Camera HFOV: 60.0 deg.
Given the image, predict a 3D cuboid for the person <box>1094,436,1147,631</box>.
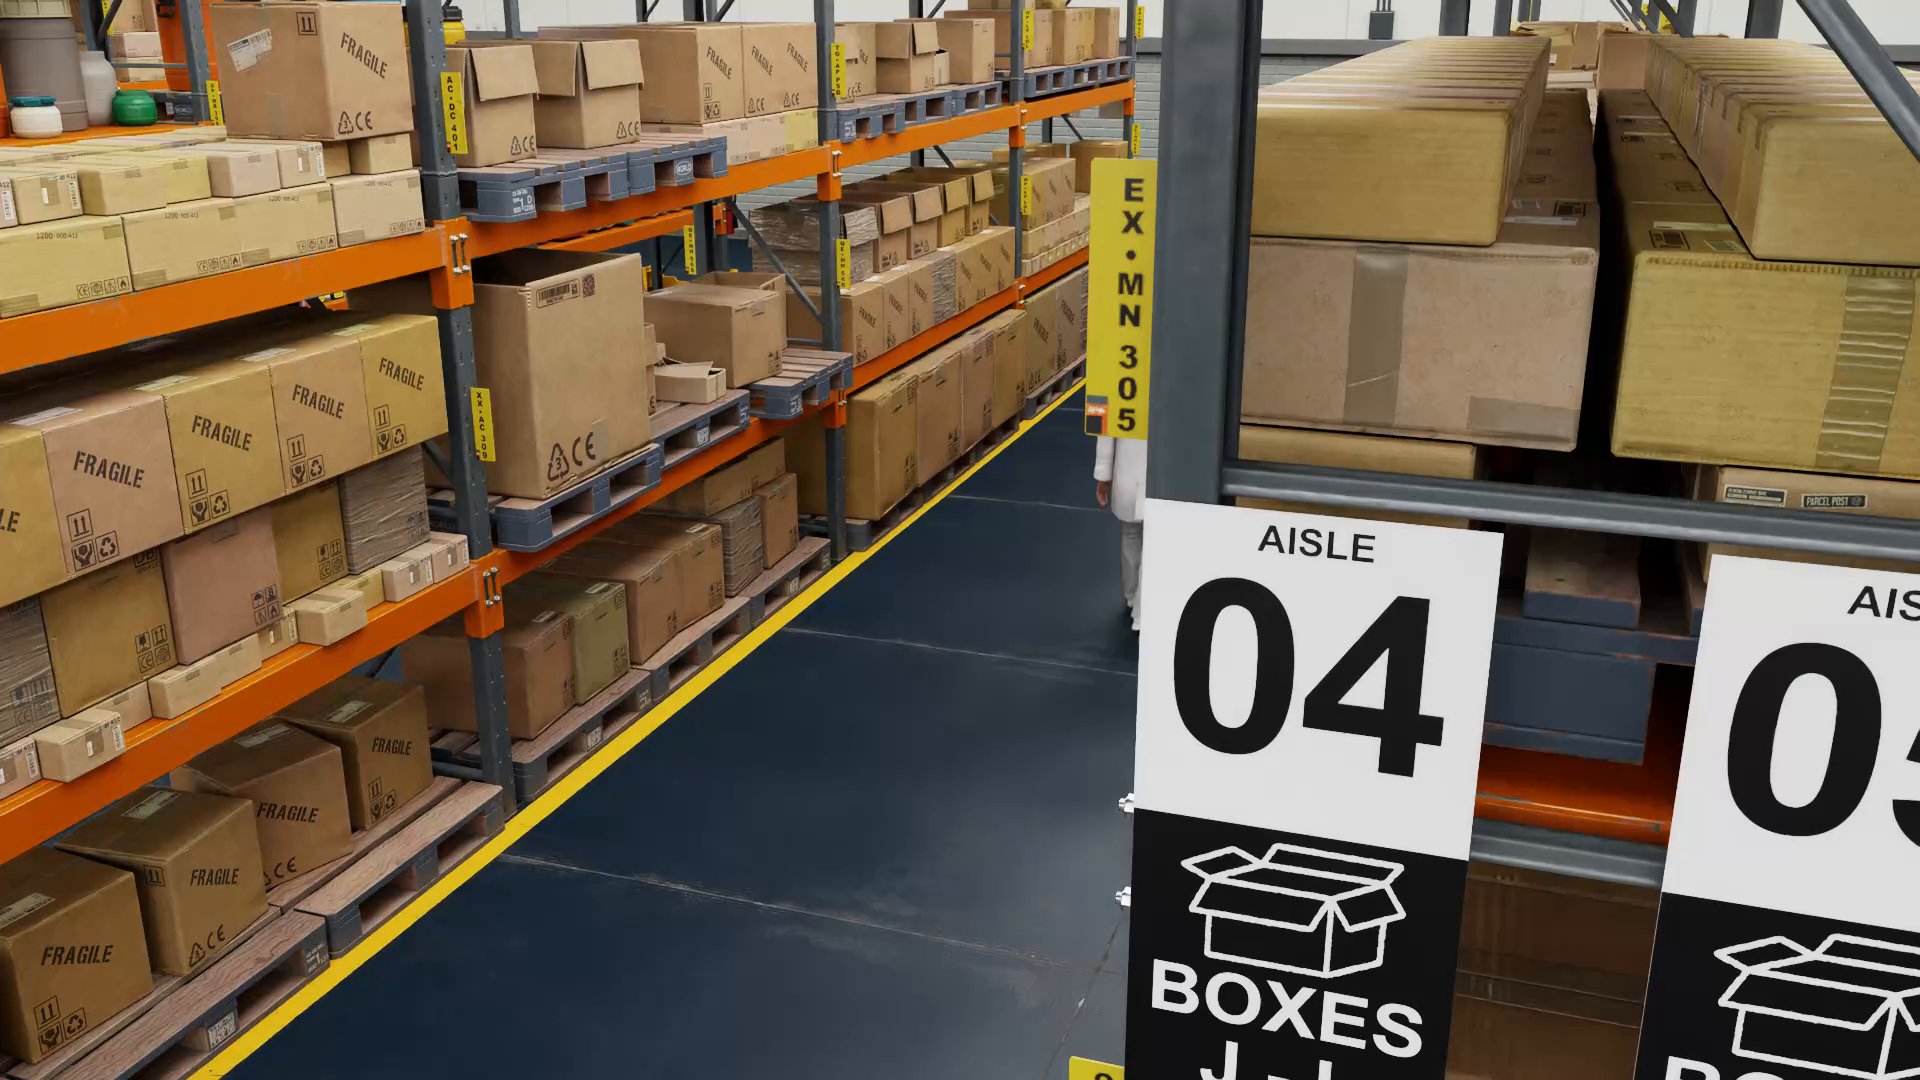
[{"bbox_3d":[1.170,-0.369,10.181,0.632,1.758,0.805,9,21,26],"label":"person"}]
